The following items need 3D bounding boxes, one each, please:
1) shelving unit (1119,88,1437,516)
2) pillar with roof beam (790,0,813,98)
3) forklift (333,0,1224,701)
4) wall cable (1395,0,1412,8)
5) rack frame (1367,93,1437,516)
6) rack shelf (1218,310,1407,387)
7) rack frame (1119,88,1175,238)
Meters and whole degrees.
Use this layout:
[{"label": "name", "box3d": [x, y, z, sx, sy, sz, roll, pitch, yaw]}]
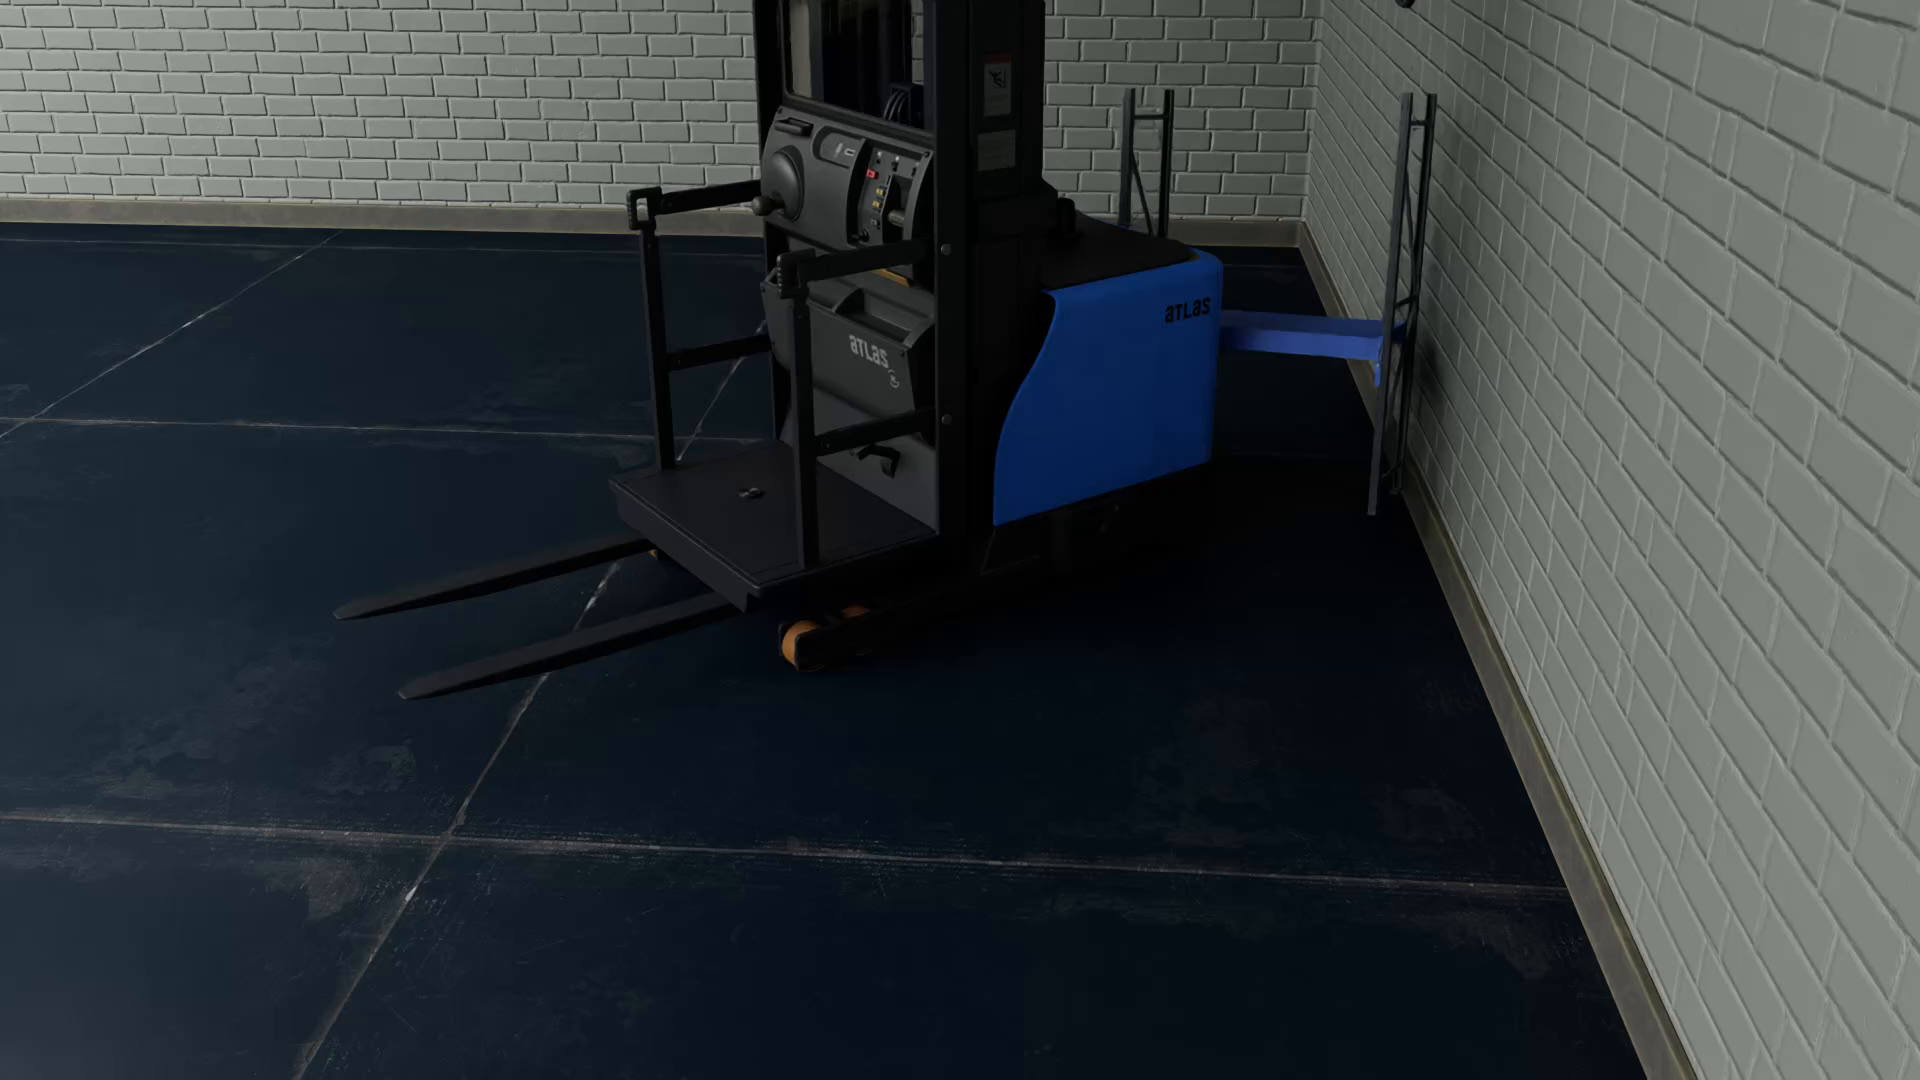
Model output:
[{"label": "shelving unit", "box3d": [1.173, -0.935, 6.342, 1.048, 1.500, 0.538, 8, 17, 24]}, {"label": "pillar with roof beam", "box3d": [-1.240, -4.120, 4.439, 0.400, 9.000, 9.100, 2, 25, 4]}, {"label": "forklift", "box3d": [-0.547, -1.158, 5.260, 3.031, 2.935, 1.130, -17, 30, -32]}, {"label": "wall cable", "box3d": [1.926, -3.858, 7.584, 0.112, 2.526, 3.097, 2, 25, 4]}, {"label": "rack frame", "box3d": [1.631, -0.871, 6.131, 0.032, 1.500, 0.500, 8, 17, 24]}, {"label": "rack shelf", "box3d": [1.170, -0.761, 6.388, 1.000, 0.185, 0.538, 8, 17, 24]}, {"label": "rack frame", "box3d": [0.715, -1.000, 6.552, 0.032, 1.500, 0.500, 8, 17, 24]}]
